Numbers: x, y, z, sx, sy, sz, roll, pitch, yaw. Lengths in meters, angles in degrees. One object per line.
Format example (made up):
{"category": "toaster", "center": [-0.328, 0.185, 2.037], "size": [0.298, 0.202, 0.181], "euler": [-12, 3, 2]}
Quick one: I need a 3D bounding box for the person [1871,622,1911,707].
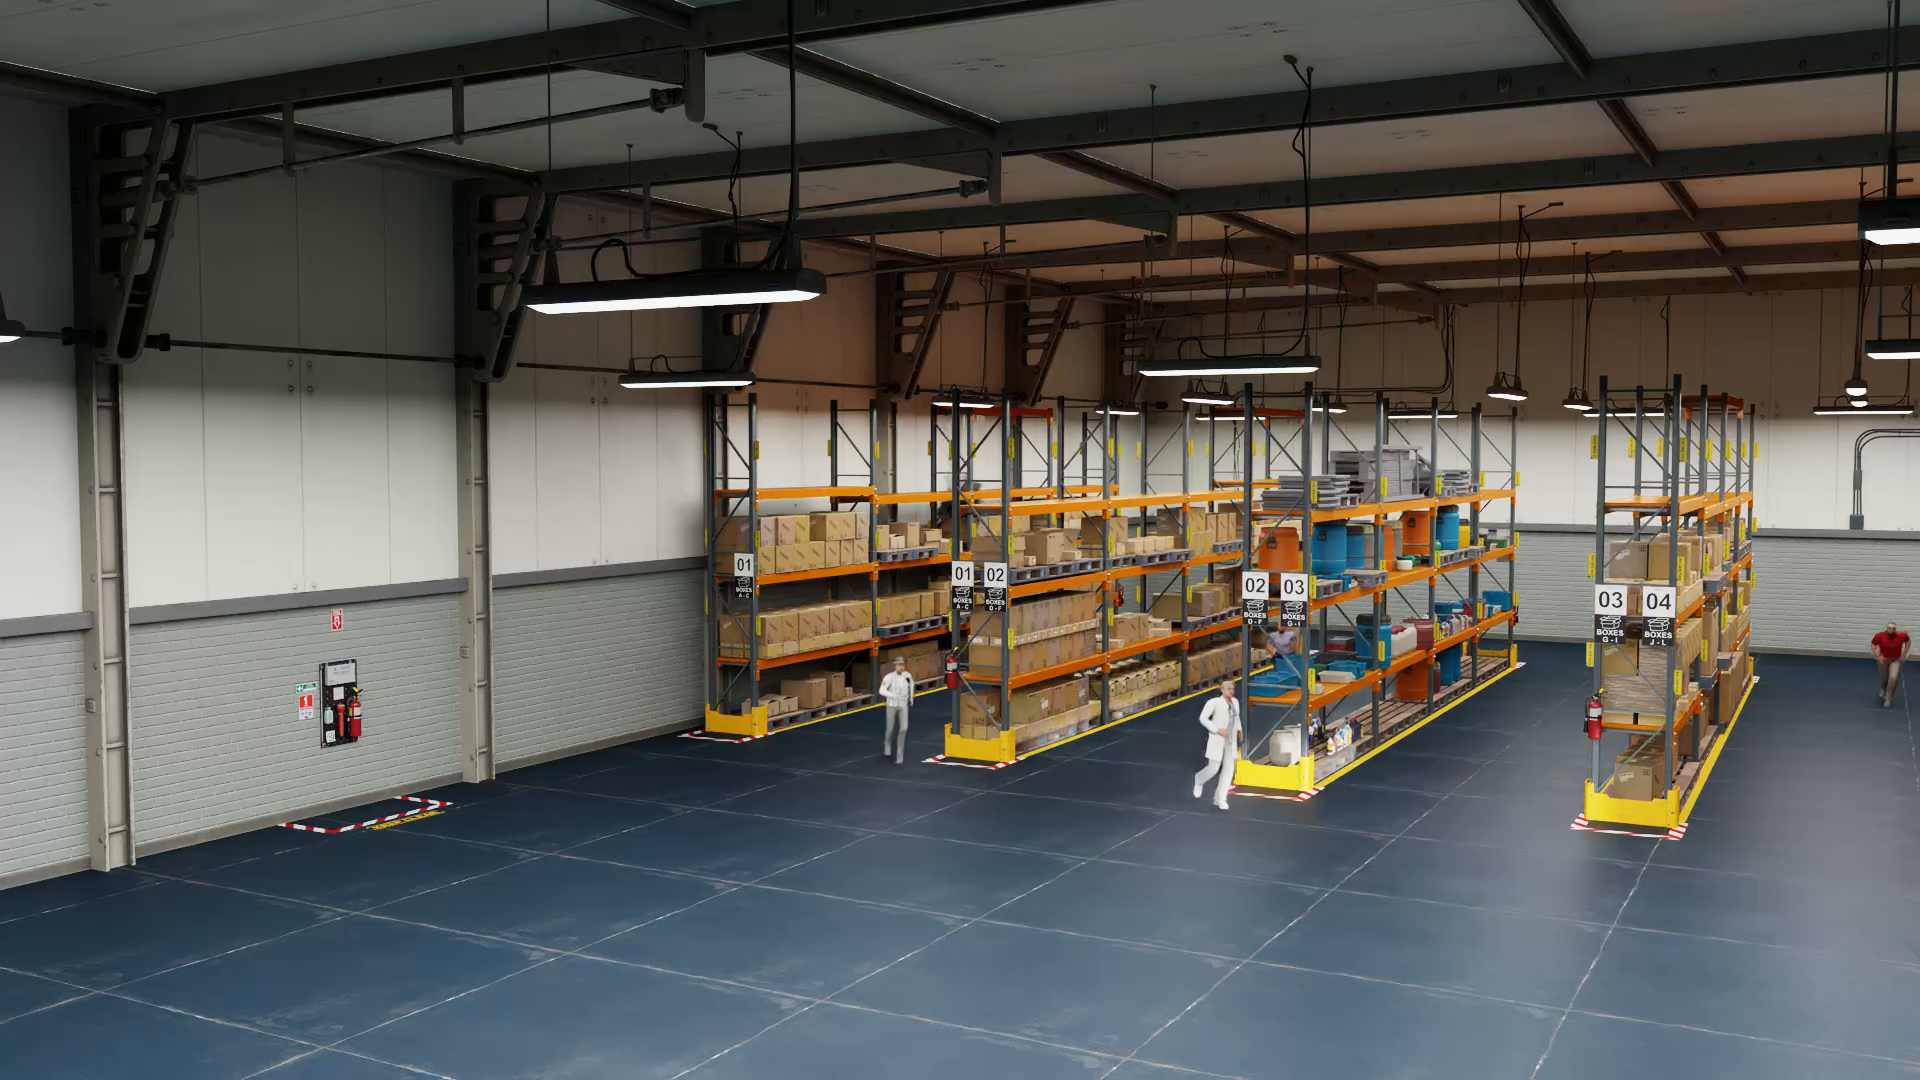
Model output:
{"category": "person", "center": [18.329, 2.430, 32.796], "size": [0.688, 1.702, 0.997], "euler": [1, 3, 22]}

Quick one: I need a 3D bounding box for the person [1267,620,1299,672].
{"category": "person", "center": [6.415, 2.404, 33.104], "size": [0.628, 1.650, 0.963], "euler": [1, 3, 22]}

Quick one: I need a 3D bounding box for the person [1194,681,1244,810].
{"category": "person", "center": [3.697, 2.861, 23.525], "size": [0.753, 1.751, 0.912], "euler": [-1, 3, -24]}

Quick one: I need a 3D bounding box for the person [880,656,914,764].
{"category": "person", "center": [-1.017, 2.724, 26.888], "size": [0.607, 1.737, 0.820], "euler": [-1, 3, -12]}
